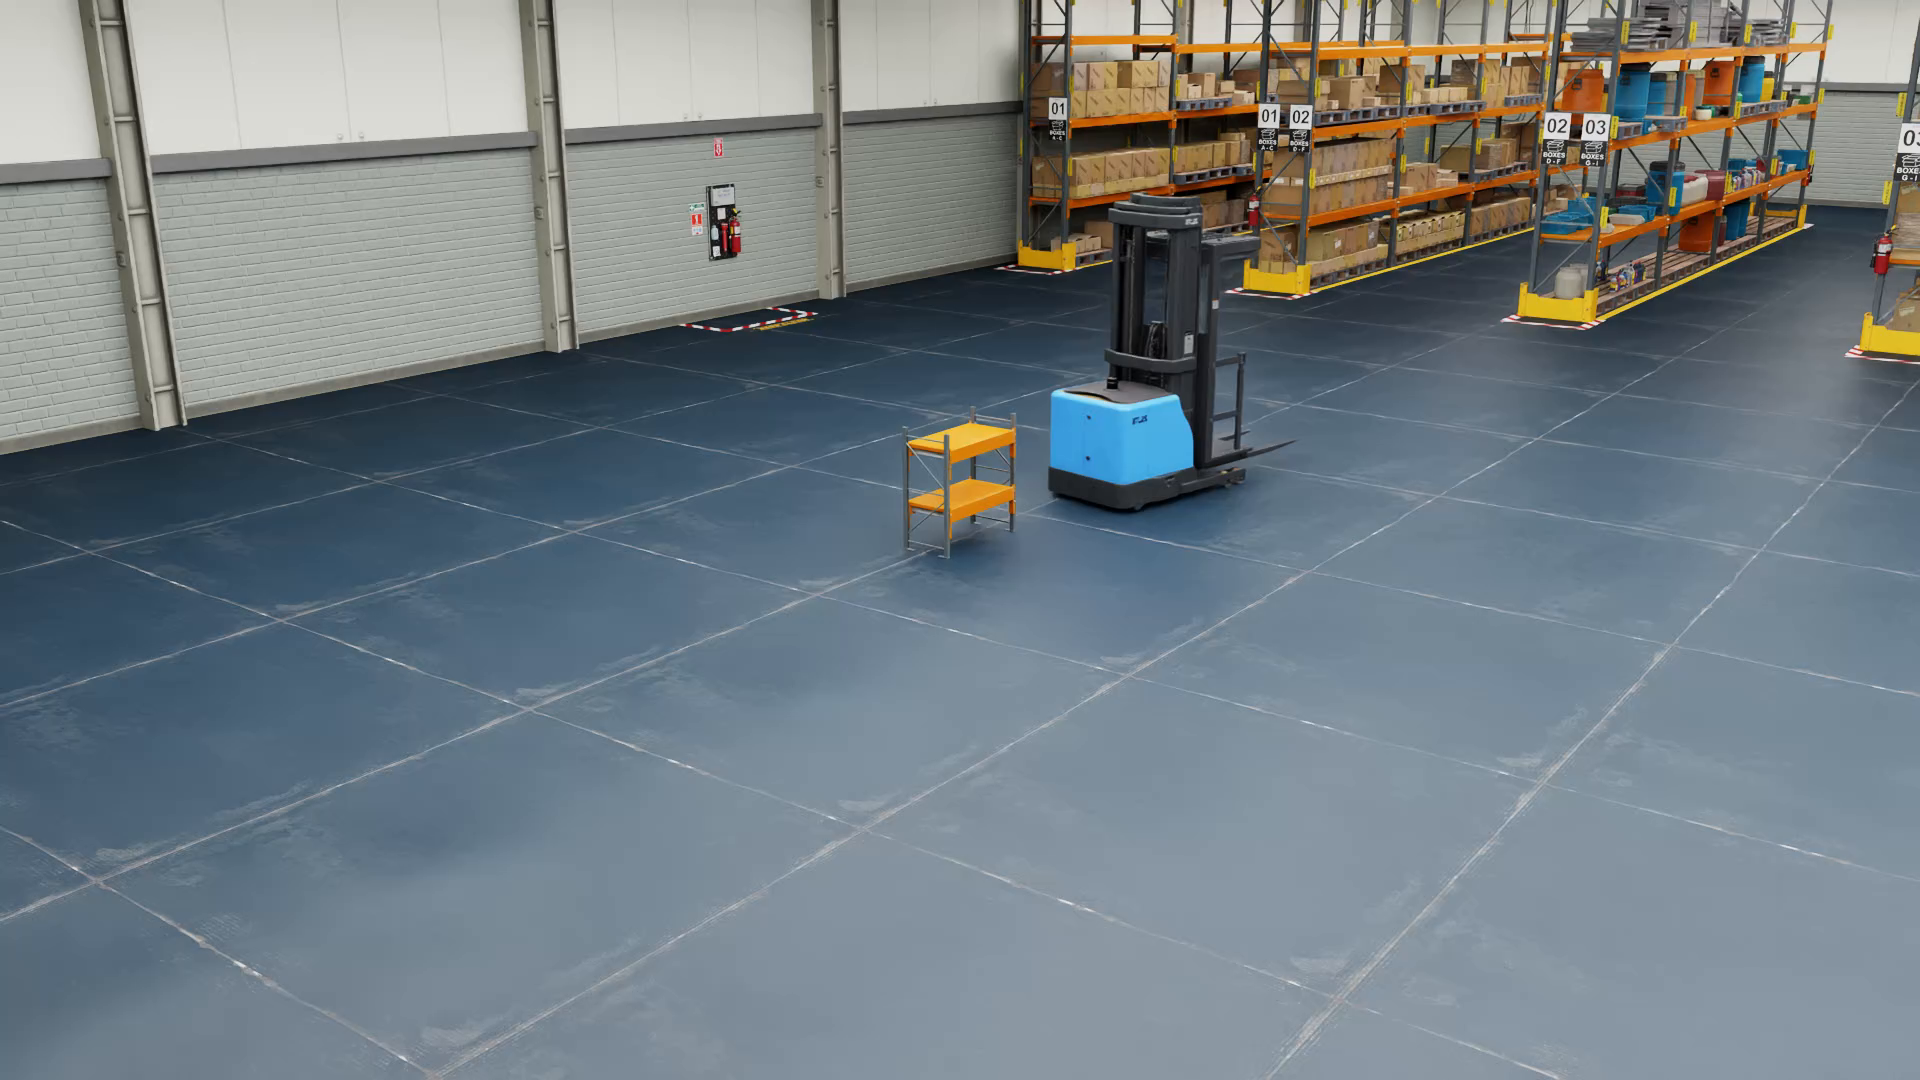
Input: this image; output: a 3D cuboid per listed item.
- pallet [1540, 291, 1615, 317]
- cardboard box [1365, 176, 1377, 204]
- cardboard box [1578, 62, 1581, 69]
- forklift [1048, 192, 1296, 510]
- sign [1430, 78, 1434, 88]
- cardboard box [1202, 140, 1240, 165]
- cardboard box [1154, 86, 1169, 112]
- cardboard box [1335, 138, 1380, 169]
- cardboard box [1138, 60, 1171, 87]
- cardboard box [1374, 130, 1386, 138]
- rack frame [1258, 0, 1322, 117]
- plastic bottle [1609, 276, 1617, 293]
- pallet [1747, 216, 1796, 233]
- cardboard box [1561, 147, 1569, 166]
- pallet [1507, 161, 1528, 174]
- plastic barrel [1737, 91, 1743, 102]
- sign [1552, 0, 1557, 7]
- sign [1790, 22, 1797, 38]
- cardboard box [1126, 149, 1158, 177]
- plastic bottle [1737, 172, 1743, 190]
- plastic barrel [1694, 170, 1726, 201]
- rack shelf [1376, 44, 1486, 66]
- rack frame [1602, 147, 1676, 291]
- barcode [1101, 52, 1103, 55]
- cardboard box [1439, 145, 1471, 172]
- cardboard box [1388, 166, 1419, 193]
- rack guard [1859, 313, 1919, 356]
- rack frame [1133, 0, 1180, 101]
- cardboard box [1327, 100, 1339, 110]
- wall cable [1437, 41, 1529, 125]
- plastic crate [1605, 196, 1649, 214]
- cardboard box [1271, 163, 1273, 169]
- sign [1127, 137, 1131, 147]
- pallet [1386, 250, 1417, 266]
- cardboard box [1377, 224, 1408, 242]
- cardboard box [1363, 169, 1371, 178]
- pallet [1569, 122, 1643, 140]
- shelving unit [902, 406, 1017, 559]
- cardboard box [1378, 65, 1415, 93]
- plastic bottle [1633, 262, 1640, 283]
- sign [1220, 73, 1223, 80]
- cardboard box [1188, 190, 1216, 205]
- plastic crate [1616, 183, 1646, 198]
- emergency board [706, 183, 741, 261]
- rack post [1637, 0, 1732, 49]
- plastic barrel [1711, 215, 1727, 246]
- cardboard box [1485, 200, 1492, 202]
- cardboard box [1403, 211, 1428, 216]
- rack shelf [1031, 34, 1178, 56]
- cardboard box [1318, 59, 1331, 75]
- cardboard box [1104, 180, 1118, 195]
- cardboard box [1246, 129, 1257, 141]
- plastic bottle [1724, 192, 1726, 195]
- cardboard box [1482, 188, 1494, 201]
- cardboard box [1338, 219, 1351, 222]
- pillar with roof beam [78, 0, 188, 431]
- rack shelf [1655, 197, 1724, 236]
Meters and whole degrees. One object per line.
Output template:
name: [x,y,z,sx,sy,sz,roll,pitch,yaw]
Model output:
pallet: [10.093,-3.880,27.387,1.003,0.211,1.213,12,21,35]
cardboard box: [7.436,-6.635,31.391,0.700,0.500,0.500,12,21,34]
cardboard box: [14.496,-11.408,40.015,0.700,0.500,0.500,12,21,35]
forklift: [2.304,-2.036,16.863,3.031,2.935,1.130,-15,23,-41]
sign: [9.953,-9.550,35.014,0.100,0.325,0.005,12,21,35]
cardboard box: [5.824,-8.655,37.151,0.700,0.500,0.500,10,20,30]
cardboard box: [3.920,-9.021,33.981,0.500,0.500,0.500,13,22,36]
cardboard box: [7.445,-7.261,31.218,0.700,0.500,0.500,12,21,35]
cardboard box: [3.943,-9.496,33.824,0.500,0.500,0.500,10,20,30]
cardboard box: [10.454,-10.399,43.172,0.980,0.700,0.700,12,21,34]
rack frame: [5.621,-8.733,28.200,1.000,3.000,0.127,12,21,35]
plastic bottle: [10.928,-4.276,27.821,0.097,0.271,0.097,0,17,0]
pallet: [18.608,-7.282,38.343,1.003,0.211,1.213,12,21,35]
cardboard box: [14.198,-9.210,39.682,0.500,0.500,0.500,12,21,34]
pallet: [12.207,-8.464,37.771,1.003,0.211,1.213,12,21,35]
plastic barrel: [15.180,-8.668,32.602,0.294,0.245,0.294,0,17,0]
sign: [13.220,-12.017,36.930,0.100,0.325,0.005,12,21,35]
sign: [17.188,-10.518,34.299,0.100,0.325,0.005,12,21,35]
cardboard box: [3.698,-7.705,33.957,0.500,0.500,0.500,12,21,34]
plastic bottle: [15.806,-7.288,33.743,0.144,0.351,0.185,12,21,35]
plastic barrel: [14.331,-6.799,31.856,0.600,0.536,0.708,12,21,35]
rack shelf: [9.196,-9.628,32.968,1.077,0.370,4.000,12,21,35]
rack frame: [11.980,-5.945,29.336,1.000,3.000,0.127,12,21,35]
barcode: [2.850,-9.780,33.426,0.001,0.075,0.075,12,21,35]
cardboard box: [10.673,-8.192,35.696,0.700,0.500,0.500,5,18,16]
cardboard box: [8.789,-7.174,33.127,0.500,0.500,0.500,14,22,39]
rack guard: [13.620,-2.941,23.879,1.175,0.500,0.348,12,21,35]
rack frame: [4.024,-10.561,34.084,1.000,3.000,0.127,12,21,35]
cardboard box: [6.464,-7.697,29.401,0.380,0.149,0.250,12,21,35]
wall cable: [14.831,-13.220,47.883,3.097,2.526,0.112,12,21,35]
plastic crate: [11.566,-5.813,29.016,0.767,0.338,0.504,12,21,35]
cardboard box: [7.173,-8.682,38.540,0.380,0.149,0.250,13,22,36]
sign: [3.576,-8.346,35.115,0.100,0.325,0.005,12,21,35]
pallet: [8.412,-5.672,33.158,1.003,0.211,1.213,12,21,35]
cardboard box: [8.451,-6.031,32.595,0.500,0.311,0.500,13,21,35]
cardboard box: [7.407,-6.834,30.937,0.380,0.149,0.250,12,21,34]
pallet: [10.169,-6.514,26.430,1.003,0.211,1.213,12,21,35]
shelving unit: [0.004,-0.539,15.088,0.538,1.125,1.048,12,21,35]
cardboard box: [8.404,-8.881,32.012,0.500,0.500,0.500,13,21,35]
plastic bottle: [11.714,-4.640,28.859,0.144,0.351,0.185,11,20,32]
sign: [5.966,-10.466,37.830,0.100,0.325,0.005,12,21,35]
cardboard box: [5.328,-7.594,36.855,0.500,0.250,0.500,12,21,34]
plastic crate: [12.023,-6.145,29.872,0.402,0.464,0.583,12,21,35]
emergency board: [-3.715,-5.052,26.459,0.194,1.169,0.643,12,21,35]
rack post: [13.085,-9.390,29.976,1.013,1.000,3.121,12,21,35]
plastic barrel: [15.314,-6.335,33.950,0.600,0.588,0.708,12,21,35]
cardboard box: [11.675,-7.424,37.572,0.500,0.500,0.500,13,21,35]
cardboard box: [9.534,-6.730,34.846,0.500,0.311,0.500,12,21,33]
rack shelf: [2.832,-9.739,32.657,1.077,0.370,4.000,12,21,35]
cardboard box: [9.019,-11.776,41.167,0.500,0.500,0.500,12,21,34]
cardboard box: [2.793,-6.987,32.912,0.500,0.250,0.500,12,21,34]
cardboard box: [6.902,-9.275,38.092,0.500,0.250,0.500,13,22,36]
plastic bottle: [15.030,-6.895,32.730,0.097,0.201,0.097,0,17,0]
cardboard box: [11.691,-7.791,37.488,0.500,0.250,0.500,12,21,35]
cardboard box: [7.185,-5.891,31.826,0.500,0.500,0.500,12,21,35]
pillar with roof beam: [-5.905,-4.880,15.790,9.100,9.000,0.400,12,21,35]
rack shelf: [13.172,-6.078,30.977,1.077,0.370,4.000,12,21,35]
